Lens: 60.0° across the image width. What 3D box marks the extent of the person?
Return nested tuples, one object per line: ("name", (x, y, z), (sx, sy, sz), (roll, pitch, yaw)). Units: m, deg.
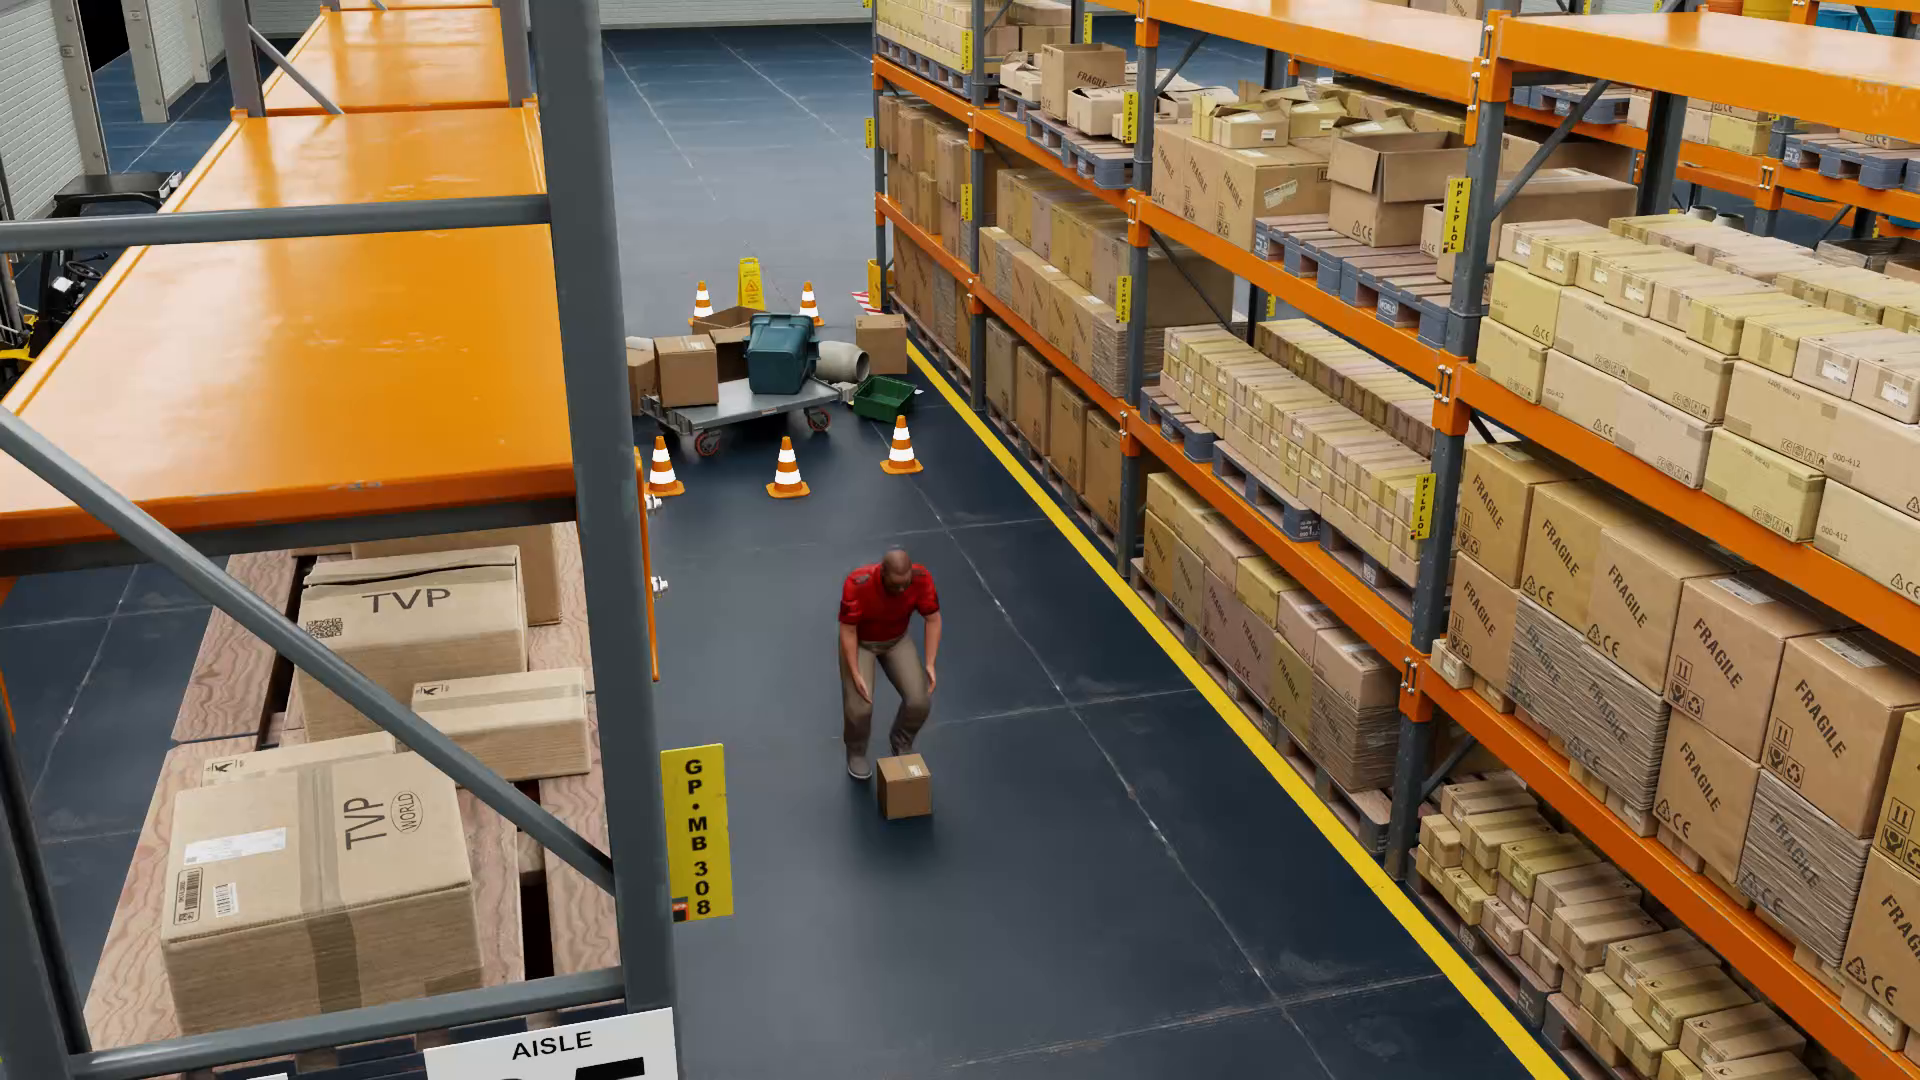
("person", (-0.408, 0.646, 9.430), (0.588, 1.466, 0.666), (-6, 24, -14))
